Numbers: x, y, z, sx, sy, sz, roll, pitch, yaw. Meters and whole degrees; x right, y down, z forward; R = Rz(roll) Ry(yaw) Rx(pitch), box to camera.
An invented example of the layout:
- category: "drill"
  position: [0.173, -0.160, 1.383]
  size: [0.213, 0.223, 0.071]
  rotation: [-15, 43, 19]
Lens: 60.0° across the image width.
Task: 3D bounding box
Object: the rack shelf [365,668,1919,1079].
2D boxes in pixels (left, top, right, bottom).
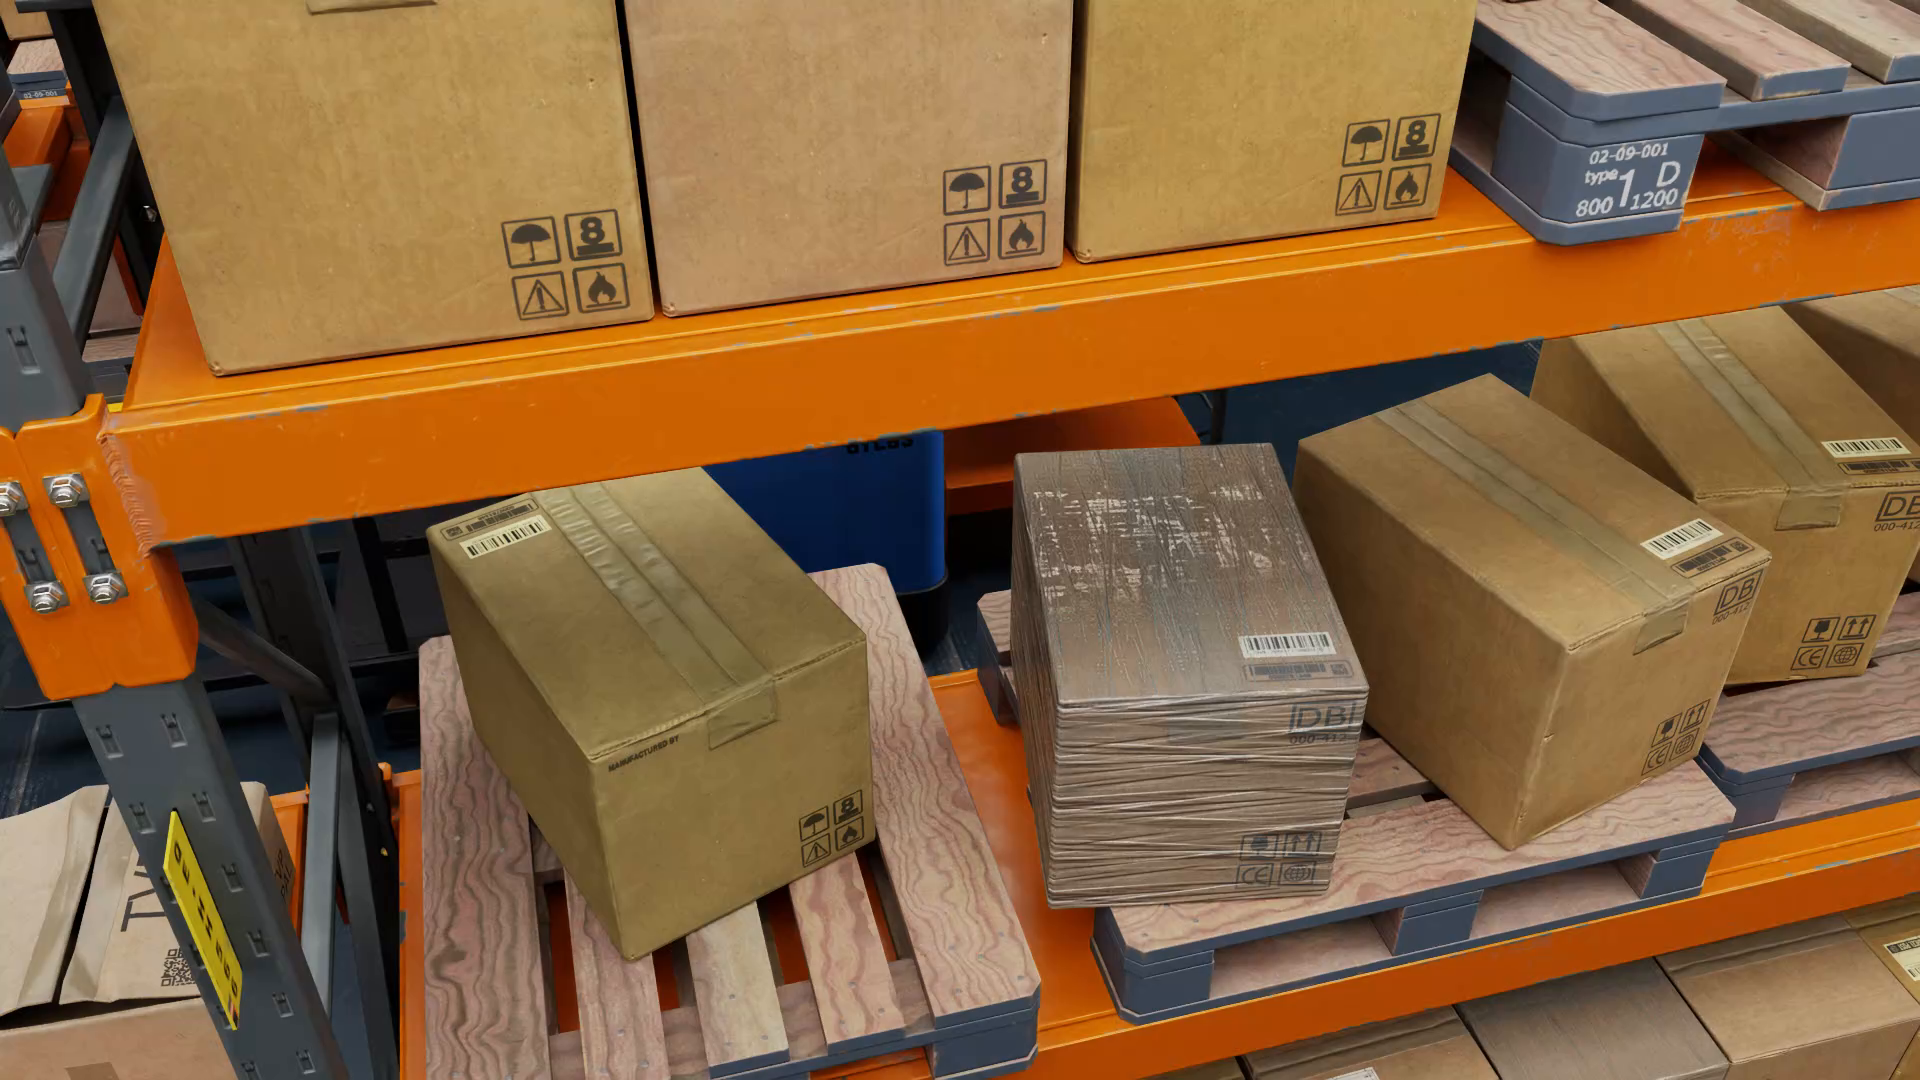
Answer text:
- category: "rack shelf"
  position: [0.797, 0.605, 3.582]
  size: [4.000, 0.370, 1.077]
  rotation: [-9, 38, -12]

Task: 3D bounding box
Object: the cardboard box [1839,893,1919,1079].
- category: "cardboard box"
  position: [2.326, 1.067, 4.082]
  size: [0.500, 0.500, 0.500]
  rotation: [-10, 38, -12]

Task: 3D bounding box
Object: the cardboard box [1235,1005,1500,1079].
- category: "cardboard box"
  position: [0.872, 1.301, 3.775]
  size: [0.500, 0.500, 0.500]
  rotation: [-11, 39, -13]

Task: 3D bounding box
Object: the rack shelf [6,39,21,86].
- category: "rack shelf"
  position: [-4.360, -1.666, 6.552]
  size: [4.000, 0.370, 1.077]
  rotation: [-9, 38, -12]

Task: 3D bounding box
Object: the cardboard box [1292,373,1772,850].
- category: "cardboard box"
  position: [1.038, 0.112, 3.207]
  size: [0.500, 0.500, 0.700]
  rotation: [-19, 41, -23]

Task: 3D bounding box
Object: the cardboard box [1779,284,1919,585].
- category: "cardboard box"
  position: [2.212, -0.260, 3.693]
  size: [0.500, 0.500, 0.700]
  rotation: [-23, 43, -27]

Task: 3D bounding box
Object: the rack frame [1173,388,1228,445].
- category: "rack frame"
  position: [0.862, -0.559, 6.055]
  size: [0.032, 1.125, 0.500]
  rotation: [-8, 38, -10]

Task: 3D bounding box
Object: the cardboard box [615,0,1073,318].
- category: "cardboard box"
  position: [-0.229, -0.765, 2.230]
  size: [0.500, 0.500, 0.910]
  rotation: [-9, 38, -12]

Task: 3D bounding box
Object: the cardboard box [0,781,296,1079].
- category: "cardboard box"
  position: [-1.496, 0.704, 2.935]
  size: [0.500, 0.311, 0.500]
  rotation: [-7, 38, -9]

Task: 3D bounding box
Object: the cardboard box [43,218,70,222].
- category: "cardboard box"
  position: [-3.677, -1.550, 6.886]
  size: [0.500, 0.250, 0.500]
  rotation: [-9, 38, -11]

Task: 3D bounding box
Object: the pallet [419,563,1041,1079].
- category: "pallet"
  position: [-0.498, 0.564, 3.202]
  size: [1.003, 0.211, 1.213]
  rotation: [-9, 38, -12]

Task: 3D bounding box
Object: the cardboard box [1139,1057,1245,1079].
- category: "cardboard box"
  position: [0.370, 1.387, 3.663]
  size: [0.500, 0.500, 0.500]
  rotation: [-10, 38, -13]

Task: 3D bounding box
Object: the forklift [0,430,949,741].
- category: "forklift"
  position: [-1.611, -0.865, 4.968]
  size: [3.031, 2.935, 1.130]
  rotation: [-8, 38, -10]

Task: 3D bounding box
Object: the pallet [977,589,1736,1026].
- category: "pallet"
  position: [0.742, 0.402, 3.414]
  size: [1.213, 0.211, 1.003]
  rotation: [-9, 38, -12]

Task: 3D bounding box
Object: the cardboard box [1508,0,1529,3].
- category: "cardboard box"
  position: [0.935, -1.186, 2.352]
  size: [0.600, 0.600, 0.600]
  rotation: [-11, 39, -14]

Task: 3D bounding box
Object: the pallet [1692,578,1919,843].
- category: "pallet"
  position: [1.928, 0.141, 3.754]
  size: [1.213, 0.211, 1.003]
  rotation: [-9, 38, -12]

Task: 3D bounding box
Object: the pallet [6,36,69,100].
- category: "pallet"
  position: [-3.089, -2.017, 6.576]
  size: [1.003, 0.211, 1.213]
  rotation: [-9, 38, -12]

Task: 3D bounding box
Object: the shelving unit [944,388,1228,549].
- category: "shelving unit"
  position: [0.367, -0.490, 5.965]
  size: [1.048, 1.125, 0.538]
  rotation: [-8, 38, -10]

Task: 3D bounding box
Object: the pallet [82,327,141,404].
- category: "pallet"
  position: [-3.184, -1.038, 7.434]
  size: [1.213, 0.211, 1.003]
  rotation: [-9, 38, -12]

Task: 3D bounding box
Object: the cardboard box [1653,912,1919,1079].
- category: "cardboard box"
  position: [1.847, 1.140, 3.986]
  size: [0.500, 0.500, 0.500]
  rotation: [-9, 38, -12]

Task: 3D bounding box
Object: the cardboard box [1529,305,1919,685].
- category: "cardboard box"
  position: [1.565, -0.114, 3.502]
  size: [0.500, 0.500, 0.700]
  rotation: [-4, 38, -5]

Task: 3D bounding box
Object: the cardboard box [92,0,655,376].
- category: "cardboard box"
  position: [-0.721, -0.684, 2.124]
  size: [0.500, 0.500, 0.910]
  rotation: [-9, 38, -12]

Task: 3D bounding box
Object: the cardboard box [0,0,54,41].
- category: "cardboard box"
  position: [-3.413, -2.299, 6.342]
  size: [0.500, 0.500, 0.700]
  rotation: [-13, 39, -16]

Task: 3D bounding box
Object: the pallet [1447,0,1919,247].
- category: "pallet"
  position: [1.080, -0.886, 2.625]
  size: [1.003, 0.211, 1.213]
  rotation: [-9, 38, -12]

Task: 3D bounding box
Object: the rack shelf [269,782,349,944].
- category: "rack shelf"
  position: [-3.065, 1.239, 2.754]
  size: [4.000, 0.370, 1.077]
  rotation: [-9, 38, -12]

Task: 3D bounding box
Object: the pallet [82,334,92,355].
- category: "pallet"
  position: [-4.359, -0.847, 7.184]
  size: [1.213, 0.211, 1.003]
  rotation: [-9, 38, -12]

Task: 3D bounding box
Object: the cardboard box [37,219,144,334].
- category: "cardboard box"
  position: [-3.638, -1.293, 7.166]
  size: [0.500, 0.500, 0.700]
  rotation: [-9, 38, -12]

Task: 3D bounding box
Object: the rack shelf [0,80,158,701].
- category: "rack shelf"
  position: [-3.065, 0.047, 1.843]
  size: [4.000, 0.370, 1.077]
  rotation: [-9, 38, -12]

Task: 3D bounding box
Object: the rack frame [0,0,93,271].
- category: "rack frame"
  position: [-1.134, -1.747, 1.127]
  size: [0.127, 3.000, 1.000]
  rotation: [-9, 38, -12]

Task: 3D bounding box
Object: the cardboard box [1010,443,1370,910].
- category: "cardboard box"
  position: [0.378, 0.231, 3.051]
  size: [0.500, 0.500, 0.700]
  rotation: [-3, 37, -3]

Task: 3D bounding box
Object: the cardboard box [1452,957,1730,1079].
- category: "cardboard box"
  position: [1.363, 1.220, 3.882]
  size: [0.500, 0.500, 0.500]
  rotation: [-9, 38, -11]

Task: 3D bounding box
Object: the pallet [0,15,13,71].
- category: "pallet"
  position: [-4.329, -1.855, 6.364]
  size: [1.213, 0.211, 1.003]
  rotation: [-9, 38, -12]

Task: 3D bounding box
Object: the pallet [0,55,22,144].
- category: "pallet"
  position: [-1.766, -0.320, 1.886]
  size: [1.003, 0.211, 1.213]
  rotation: [-8, 38, -10]

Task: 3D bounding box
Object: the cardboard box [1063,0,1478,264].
- category: "cardboard box"
  position: [0.273, -0.847, 2.337]
  size: [0.500, 0.500, 0.910]
  rotation: [-9, 38, -12]

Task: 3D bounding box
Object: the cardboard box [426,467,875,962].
- category: "cardboard box"
  position: [-0.555, 0.264, 3.008]
  size: [0.500, 0.500, 0.700]
  rotation: [-23, 43, -27]

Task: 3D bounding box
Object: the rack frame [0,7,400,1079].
- category: "rack frame"
  position: [-1.134, 0.636, 2.949]
  size: [0.127, 3.000, 1.000]
  rotation: [-9, 38, -12]

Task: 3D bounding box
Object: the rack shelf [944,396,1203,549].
- category: "rack shelf"
  position: [0.367, -0.296, 6.113]
  size: [1.000, 0.278, 0.538]
  rotation: [-8, 38, -10]

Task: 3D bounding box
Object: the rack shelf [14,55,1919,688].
- category: "rack shelf"
  position: [0.797, -0.586, 2.671]
  size: [4.000, 0.370, 1.077]
  rotation: [-9, 38, -12]

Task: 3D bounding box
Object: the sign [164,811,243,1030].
- category: "sign"
  position: [-0.986, 0.501, 2.173]
  size: [0.005, 0.325, 0.100]
  rotation: [-9, 38, -12]
